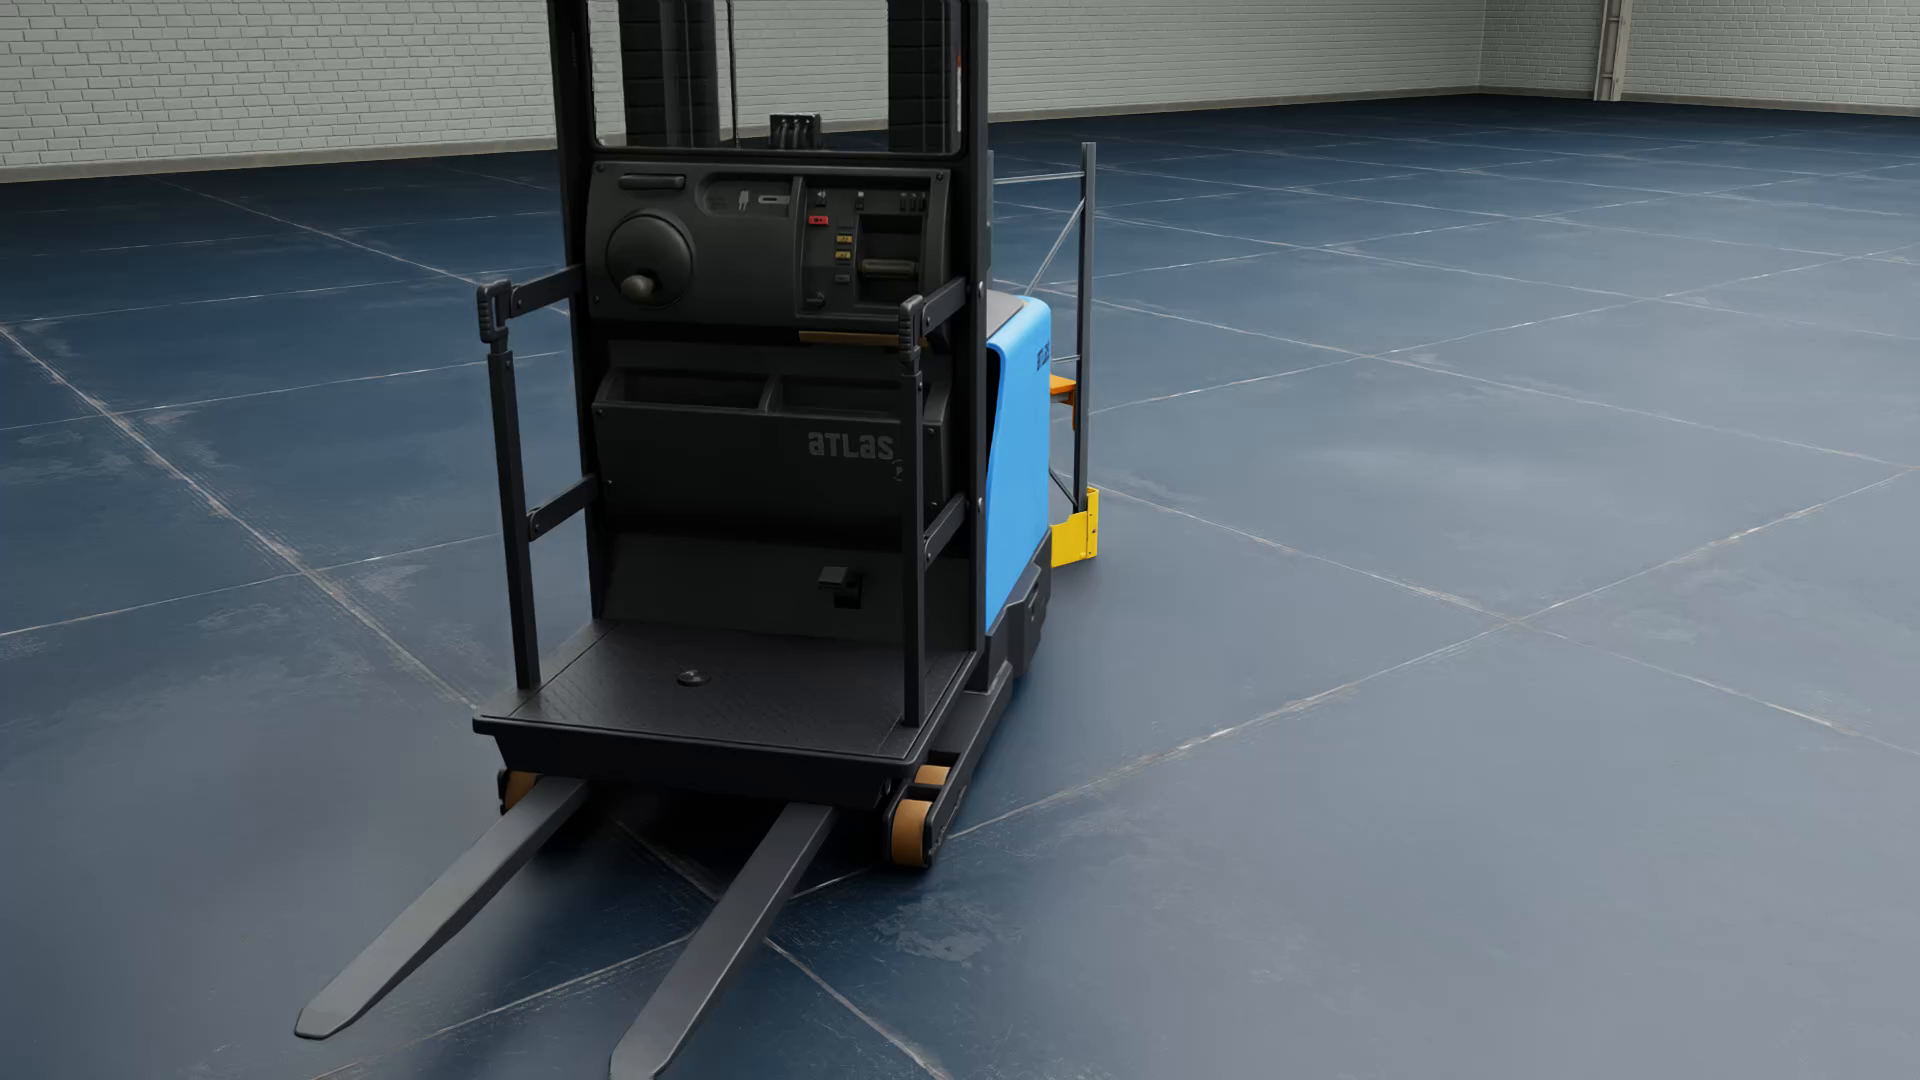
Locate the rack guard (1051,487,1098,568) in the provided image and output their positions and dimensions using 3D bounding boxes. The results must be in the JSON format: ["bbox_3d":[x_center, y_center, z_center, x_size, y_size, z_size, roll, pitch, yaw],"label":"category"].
[{"bbox_3d":[0.262,-0.015,6.009,0.587,0.250,0.087,-14,23,-36],"label":"rack guard"}]

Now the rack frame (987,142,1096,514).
[{"bbox_3d":[0.263,-0.608,5.812,0.500,1.500,0.032,-14,23,-36],"label":"rack frame"}]

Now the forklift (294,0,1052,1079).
[{"bbox_3d":[-0.529,-0.735,3.918,1.130,2.935,3.031,4,19,12],"label":"forklift"}]

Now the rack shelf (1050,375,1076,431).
[{"bbox_3d":[-0.053,-0.562,6.247,0.538,0.185,1.000,-14,23,-36],"label":"rack shelf"}]

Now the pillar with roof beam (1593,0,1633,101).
[{"bbox_3d":[8.903,-11.772,27.597,9.100,9.000,0.400,-14,23,-36],"label":"pillar with roof beam"}]

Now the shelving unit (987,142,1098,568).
[{"bbox_3d":[-0.047,-0.731,6.183,0.587,1.500,1.083,-14,23,-36],"label":"shelving unit"}]
